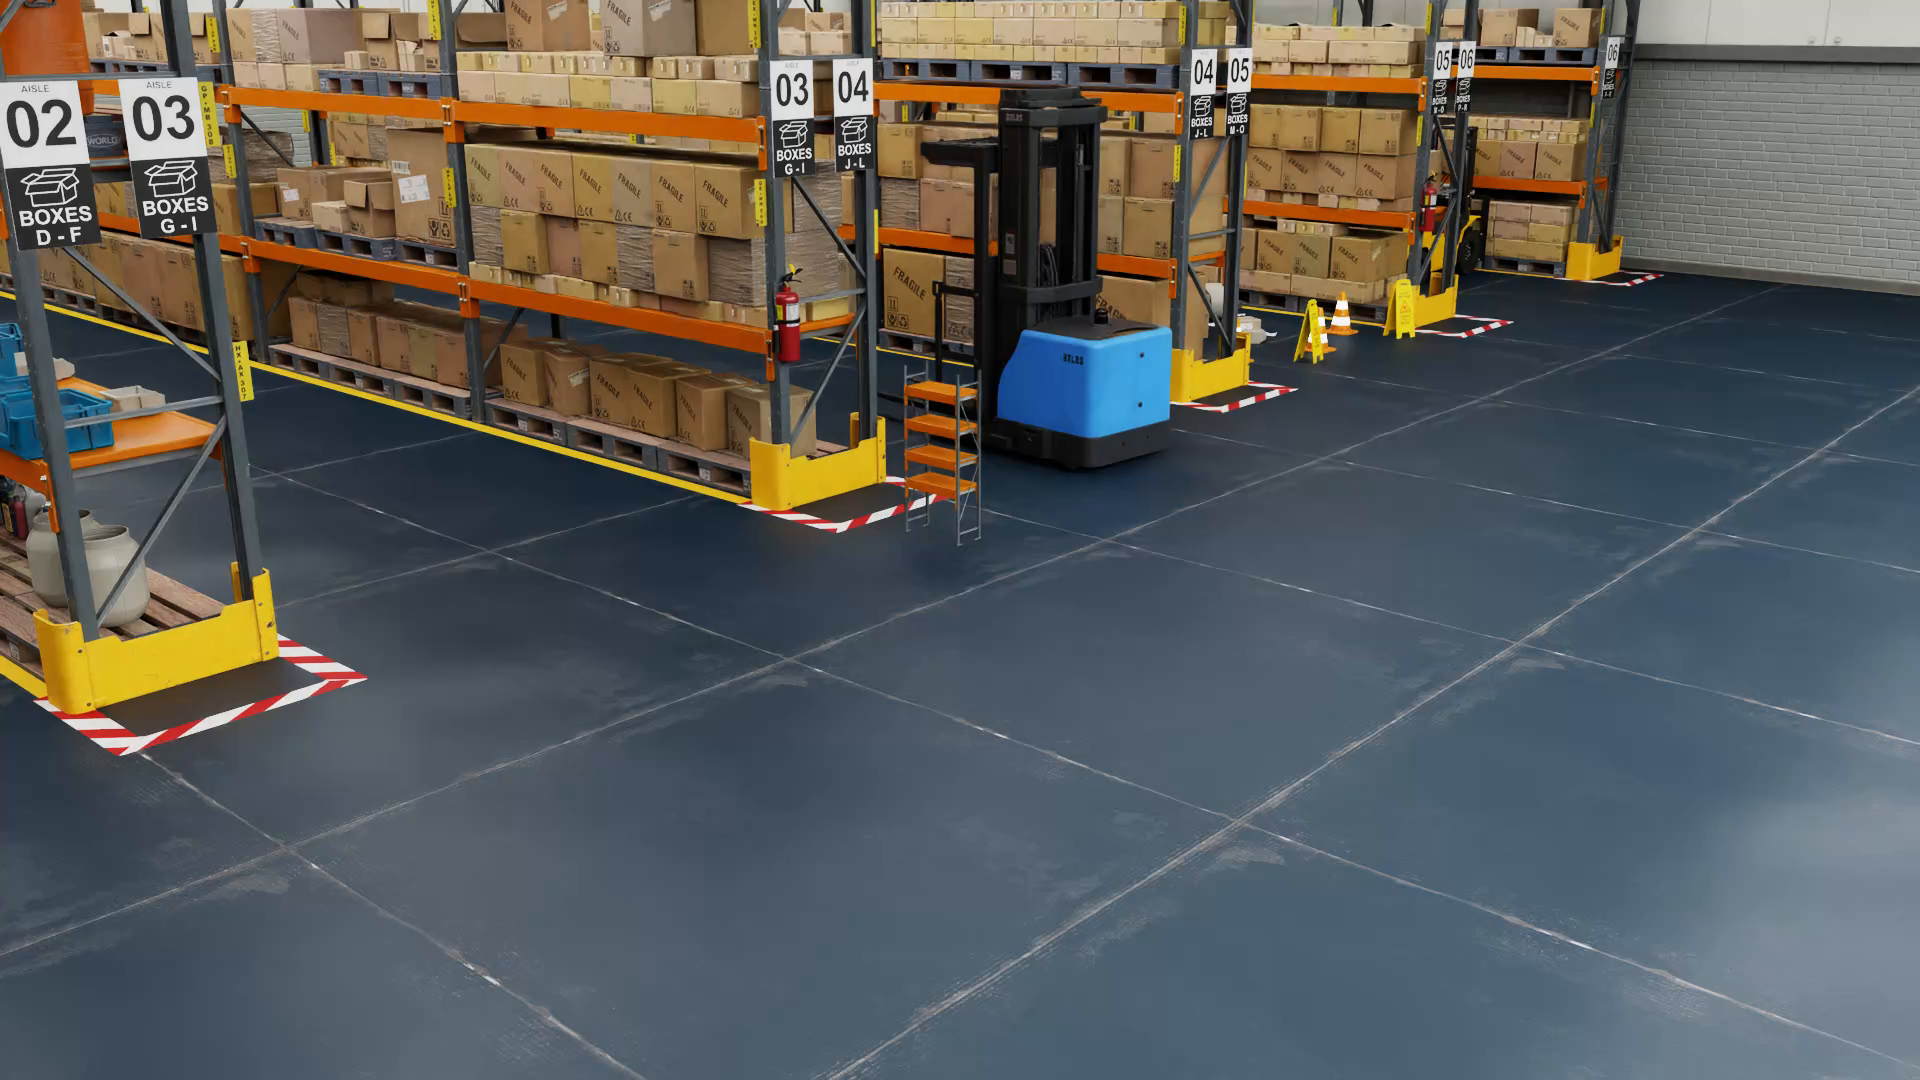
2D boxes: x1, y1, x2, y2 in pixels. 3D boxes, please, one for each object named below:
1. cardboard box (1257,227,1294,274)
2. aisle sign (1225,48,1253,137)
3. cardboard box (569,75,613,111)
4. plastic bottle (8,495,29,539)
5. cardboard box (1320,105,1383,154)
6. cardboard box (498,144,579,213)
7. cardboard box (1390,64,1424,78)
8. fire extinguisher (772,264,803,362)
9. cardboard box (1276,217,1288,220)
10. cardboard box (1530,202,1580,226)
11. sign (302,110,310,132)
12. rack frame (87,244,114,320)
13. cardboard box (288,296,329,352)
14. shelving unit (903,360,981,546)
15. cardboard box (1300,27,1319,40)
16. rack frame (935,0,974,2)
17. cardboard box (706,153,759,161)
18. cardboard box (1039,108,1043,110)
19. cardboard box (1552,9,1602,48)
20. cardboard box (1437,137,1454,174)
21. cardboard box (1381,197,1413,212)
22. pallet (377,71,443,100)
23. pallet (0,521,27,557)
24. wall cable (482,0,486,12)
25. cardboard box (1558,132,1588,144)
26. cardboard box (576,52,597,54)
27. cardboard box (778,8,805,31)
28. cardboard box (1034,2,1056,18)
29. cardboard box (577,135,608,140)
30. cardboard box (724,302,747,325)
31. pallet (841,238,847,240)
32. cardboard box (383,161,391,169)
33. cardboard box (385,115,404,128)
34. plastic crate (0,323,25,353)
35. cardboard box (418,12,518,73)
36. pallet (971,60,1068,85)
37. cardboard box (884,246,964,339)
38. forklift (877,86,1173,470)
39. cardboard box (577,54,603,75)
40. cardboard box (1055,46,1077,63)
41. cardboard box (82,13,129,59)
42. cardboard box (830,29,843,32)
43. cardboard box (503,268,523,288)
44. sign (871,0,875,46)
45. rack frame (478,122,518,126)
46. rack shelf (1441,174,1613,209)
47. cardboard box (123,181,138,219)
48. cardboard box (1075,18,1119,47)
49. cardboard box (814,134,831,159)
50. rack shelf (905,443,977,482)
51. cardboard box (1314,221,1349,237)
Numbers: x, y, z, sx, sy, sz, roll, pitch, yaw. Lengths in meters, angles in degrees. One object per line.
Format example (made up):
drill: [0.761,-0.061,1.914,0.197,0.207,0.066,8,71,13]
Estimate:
cardboard box: [4.025,-3.585,20.562,0.500,0.500,0.500,14,23,38]
aisle sign: [2.605,-4.182,15.533,0.004,0.787,0.394,15,23,39]
cardboard box: [-2.677,-3.489,12.937,0.500,0.250,0.500,15,23,38]
plastic bottle: [-6.188,-0.160,10.920,0.133,0.283,0.061,15,23,39]
cardboard box: [4.662,-4.852,19.632,0.500,0.500,0.700,15,23,40]
cardboard box: [-3.464,-3.009,13.823,0.500,0.500,0.500,15,23,39]
cardboard box: [5.110,-5.348,18.961,0.250,0.149,0.380,15,23,39]
fire extinguisher: [-1.236,-1.623,11.896,0.183,0.674,0.296,15,23,39]
cardboard box: [5.465,-5.127,26.040,0.625,0.625,0.875,16,24,42]
cardboard box: [8.303,-4.541,23.161,0.500,0.250,0.500,16,24,41]
sign: [-9.975,-6.392,25.362,0.005,0.325,0.100,15,23,39]
rack frame: [-9.991,-4.197,19.877,0.127,3.000,1.000,15,23,39]
cardboard box: [-6.485,-2.282,17.249,0.500,0.500,0.700,14,22,36]
shelving unit: [-0.124,-0.605,11.535,0.503,1.200,0.258,15,23,39]
cardboard box: [4.231,-6.000,19.697,0.250,0.149,0.380,14,22,38]
rack frame: [-0.121,-10.422,29.576,0.127,3.000,1.000,15,23,39]
cardboard box: [-1.615,-2.728,12.937,0.500,0.500,0.500,15,23,39]
cardboard box: [0.990,-6.070,23.356,0.250,0.149,0.380,14,22,37]
cardboard box: [8.362,-6.912,22.450,0.500,0.500,0.500,16,24,41]
cardboard box: [7.163,-5.548,23.969,0.500,0.500,0.500,15,23,40]
cardboard box: [5.141,-3.937,19.472,0.250,0.149,0.380,16,24,41]
pallet: [-4.398,-4.079,14.857,1.003,0.211,1.213,15,23,39]
pallet: [-6.820,0.003,11.252,1.213,0.211,1.003,15,23,39]
wall cable: [-10.345,-11.350,32.498,0.029,3.000,2.355,15,23,39]
cardboard box: [8.409,-5.516,22.797,0.250,0.149,0.380,15,23,40]
cardboard box: [-2.964,-3.984,13.837,0.250,0.149,0.380,14,22,38]
cardboard box: [-2.145,-5.935,19.371,0.500,0.500,0.500,15,23,39]
cardboard box: [0.924,-5.073,15.918,0.250,0.149,0.380,15,23,38]
cardboard box: [-4.832,-5.260,21.964,0.250,0.149,0.380,16,24,41]
cardboard box: [-1.552,-1.729,12.515,0.250,0.149,0.380,15,23,39]
pallet: [-1.869,-4.727,26.158,1.213,0.211,1.003,15,23,39]
cardboard box: [-8.209,-5.481,24.339,0.250,0.149,0.380,16,23,40]
cardboard box: [-7.918,-6.207,23.900,0.500,0.500,0.500,16,23,41]
plastic crate: [-6.287,-1.238,10.801,0.616,0.251,0.499,15,23,39]
cardboard box: [-4.293,-4.387,14.651,0.637,0.503,0.797,14,22,37]
pallet: [0.874,-4.668,16.551,1.213,0.211,1.003,15,23,39]
cardboard box: [-0.215,-2.738,18.098,0.875,0.875,0.875,15,23,40]
forklift: [0.358,-2.324,14.091,1.130,2.935,3.031,-16,24,-42]
cardboard box: [-2.753,-3.707,12.962,0.250,0.149,0.380,16,23,41]
cardboard box: [1.117,-4.642,15.876,0.250,0.149,0.380,15,23,38]
cardboard box: [-9.550,-5.760,18.985,0.500,0.500,0.700,16,23,41]
cardboard box: [-1.683,-7.399,24.536,0.258,0.266,0.396,14,23,38]
cardboard box: [-3.662,-2.263,14.198,0.250,0.149,0.380,15,23,39]
sign: [-0.655,-3.757,12.086,0.005,0.325,0.100,15,23,39]
rack frame: [-6.623,-5.299,23.349,0.127,3.000,1.000,15,23,39]
rack shelf: [7.359,-5.212,24.265,4.000,0.370,1.077,15,23,39]
cardboard box: [-9.062,-3.894,18.759,0.500,0.500,0.500,14,23,38]
cardboard box: [1.427,-4.773,15.630,0.500,0.250,0.500,15,23,39]
cardboard box: [-1.401,-4.418,18.755,0.500,0.500,0.700,15,23,38]
rack shelf: [-0.124,-0.541,11.555,0.480,0.148,0.258,15,23,39]
cardboard box: [4.471,-3.746,19.996,0.250,0.149,0.380,16,24,41]
